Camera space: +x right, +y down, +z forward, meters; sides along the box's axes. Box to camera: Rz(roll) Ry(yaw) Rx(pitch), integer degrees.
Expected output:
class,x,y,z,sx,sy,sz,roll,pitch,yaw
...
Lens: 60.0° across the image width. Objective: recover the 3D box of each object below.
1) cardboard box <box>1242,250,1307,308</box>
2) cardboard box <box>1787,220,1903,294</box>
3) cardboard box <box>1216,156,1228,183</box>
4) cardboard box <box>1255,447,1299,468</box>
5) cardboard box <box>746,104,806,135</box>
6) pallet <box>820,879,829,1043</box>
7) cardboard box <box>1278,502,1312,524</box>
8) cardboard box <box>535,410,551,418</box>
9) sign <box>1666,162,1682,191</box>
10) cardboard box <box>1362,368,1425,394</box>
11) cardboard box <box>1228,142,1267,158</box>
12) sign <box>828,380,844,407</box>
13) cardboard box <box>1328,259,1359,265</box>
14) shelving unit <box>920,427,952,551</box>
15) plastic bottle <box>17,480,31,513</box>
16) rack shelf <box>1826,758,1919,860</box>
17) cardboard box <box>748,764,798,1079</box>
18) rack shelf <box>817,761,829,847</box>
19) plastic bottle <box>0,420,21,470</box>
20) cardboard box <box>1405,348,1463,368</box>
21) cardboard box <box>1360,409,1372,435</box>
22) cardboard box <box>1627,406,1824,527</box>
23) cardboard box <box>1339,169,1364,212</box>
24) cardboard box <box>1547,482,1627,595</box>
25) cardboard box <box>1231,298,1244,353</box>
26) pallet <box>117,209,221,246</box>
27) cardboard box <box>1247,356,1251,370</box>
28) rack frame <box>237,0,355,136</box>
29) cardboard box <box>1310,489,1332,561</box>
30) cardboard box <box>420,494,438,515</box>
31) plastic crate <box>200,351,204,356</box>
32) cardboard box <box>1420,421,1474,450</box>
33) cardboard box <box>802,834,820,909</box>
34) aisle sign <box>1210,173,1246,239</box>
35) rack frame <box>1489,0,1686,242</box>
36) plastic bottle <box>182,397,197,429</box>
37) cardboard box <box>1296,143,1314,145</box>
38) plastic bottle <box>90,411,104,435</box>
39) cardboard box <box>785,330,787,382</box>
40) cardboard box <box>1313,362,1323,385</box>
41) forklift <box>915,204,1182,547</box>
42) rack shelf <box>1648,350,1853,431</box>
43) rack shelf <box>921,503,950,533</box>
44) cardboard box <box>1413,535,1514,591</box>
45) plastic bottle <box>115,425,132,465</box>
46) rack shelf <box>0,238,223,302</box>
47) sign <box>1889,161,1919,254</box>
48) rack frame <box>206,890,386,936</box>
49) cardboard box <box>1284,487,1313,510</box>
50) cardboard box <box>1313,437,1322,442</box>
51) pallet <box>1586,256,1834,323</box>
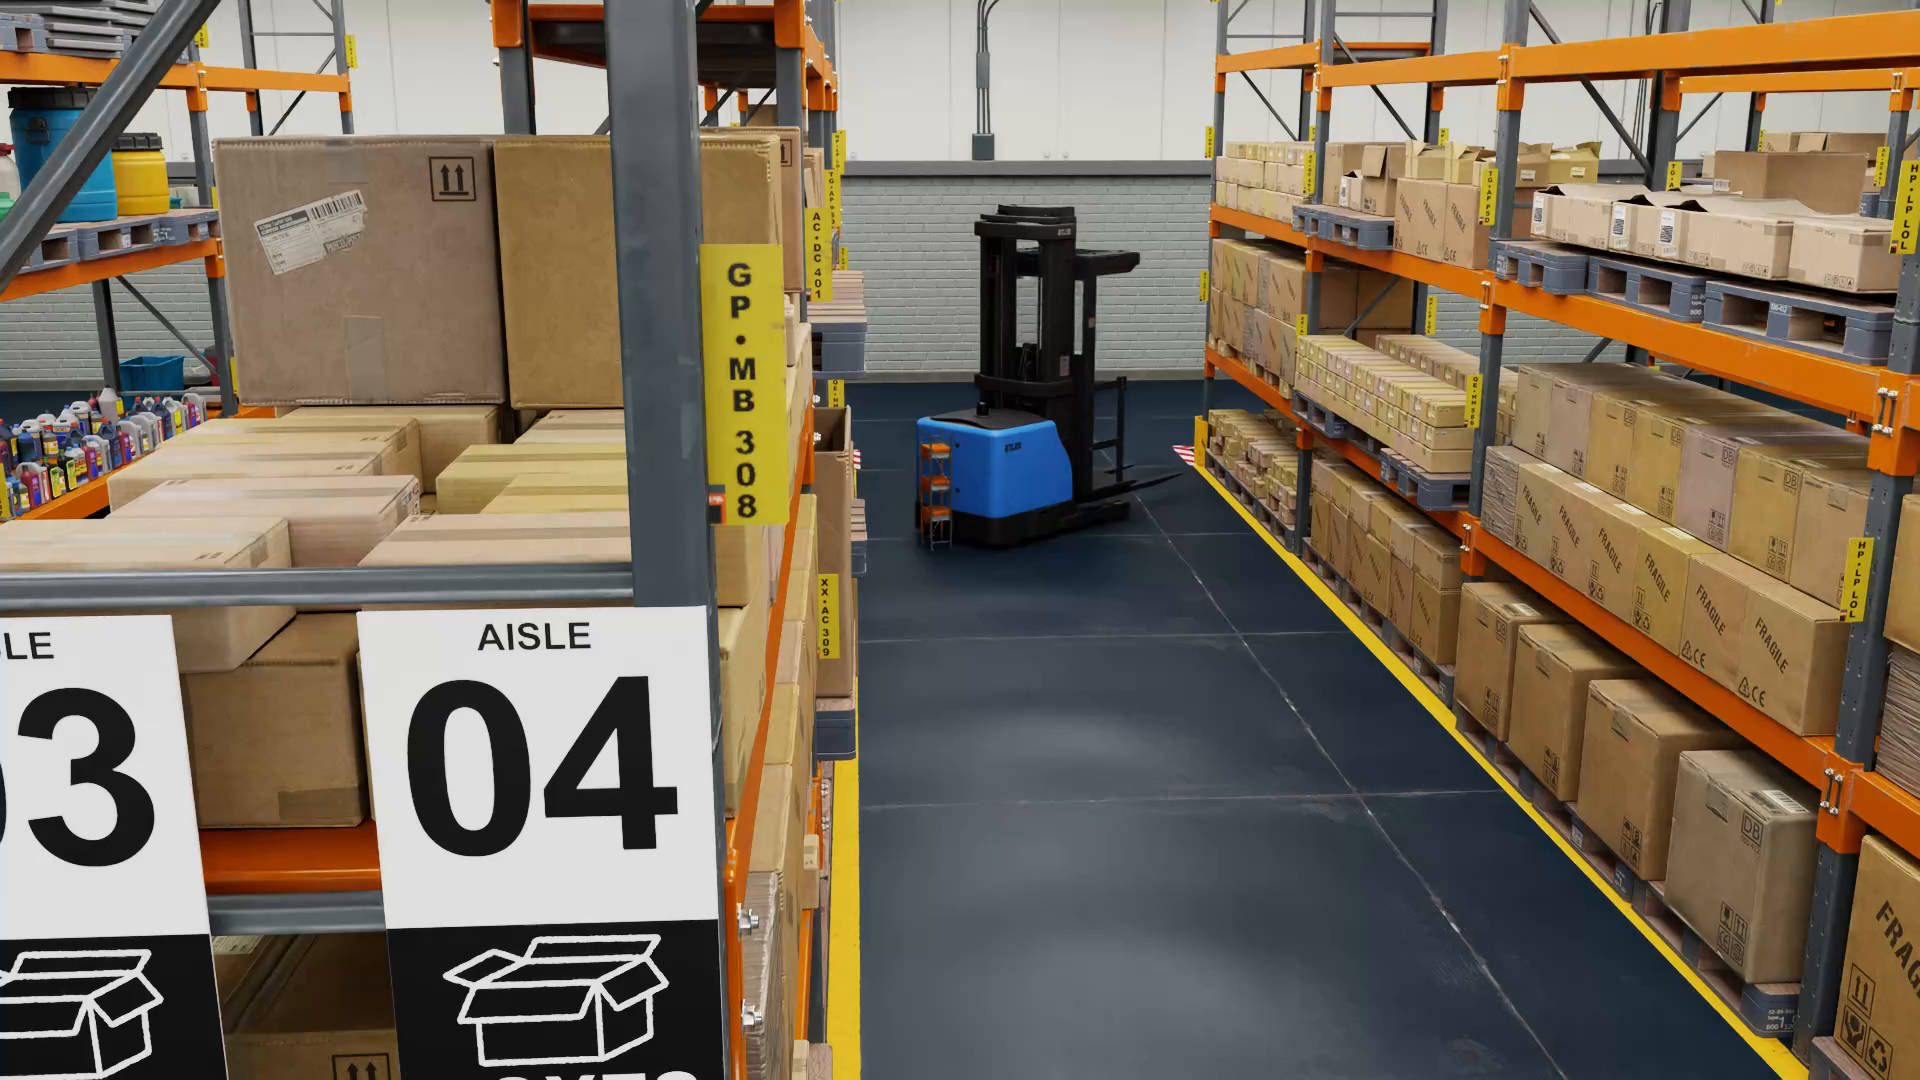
class,x,y,z,sx,sy,sz,roll,pitch,yaw
cardboard box,3.019,-2.501,15.924,0.500,0.500,0.500,-1,14,-5
cardboard box,3.713,-1.143,6.686,0.500,0.250,0.500,-1,14,-3
cardboard box,2.942,-3.829,17.164,0.500,0.250,0.500,-1,14,-3
cardboard box,3.014,-0.779,15.719,0.380,0.149,0.250,-2,15,-6
cardboard box,-1.588,-3.626,14.330,0.500,0.250,0.500,-2,15,-7
pallet,-1.090,1.871,7.332,1.003,0.211,1.213,-1,14,-3
cardboard box,3.057,-0.242,14.827,0.380,0.149,0.250,-1,14,-3
cardboard box,-1.159,-0.386,3.990,0.380,0.149,0.250,-1,14,-2
sign,4.223,-2.080,9.876,0.100,0.325,0.005,-1,14,-3
cardboard box,3.103,-1.139,11.900,0.380,0.149,0.250,0,14,-1
cardboard box,2.908,-3.921,16.723,0.380,0.149,0.250,-1,14,-4
sign,-0.747,-0.814,10.006,0.100,0.325,0.005,-1,14,-3
cardboard box,3.589,-2.249,14.942,0.500,0.500,0.500,-1,14,-5
shelving unit,-0.208,-0.449,14.664,0.215,1.050,0.252,-5,15,-20
plastic bottle,-5.921,-0.274,10.472,0.097,0.201,0.097,0,14,0
rack shelf,4.040,1.508,4.589,1.077,0.370,4.000,-1,14,-3
cardboard box,-0.578,0.766,3.223,0.500,0.500,0.500,-1,14,-3
rack shelf,-1.164,0.565,8.255,1.077,0.370,4.000,-1,14,-3
plastic bottle,-6.741,-0.678,11.742,0.144,0.351,0.185,-1,14,-3
cardboard box,3.689,-1.404,12.930,0.380,0.149,0.250,-1,14,-4
cardboard box,3.105,-0.849,11.967,0.380,0.149,0.250,0,14,-2
cardboard box,3.785,-0.373,8.248,0.700,0.500,0.500,-1,14,-4
cardboard box,3.266,-2.718,12.887,0.500,0.311,0.500,-1,14,-4
cardboard box,3.492,-0.013,8.857,0.500,0.500,0.500,-1,14,-3
cardboard box,3.002,-2.144,16.541,0.500,0.500,0.500,-1,14,-3
pallet,-6.333,-2.367,12.566,1.213,0.211,1.003,-1,14,-3
cardboard box,3.014,-1.728,16.225,0.380,0.149,0.250,0,14,-1
rack frame,-6.727,-5.099,16.787,1.000,3.000,0.127,-1,14,-3
cardboard box,3.202,-0.132,13.694,0.500,0.500,0.500,0,14,-1
cardboard box,-1.110,0.088,2.944,0.500,0.250,0.500,-1,14,-3
plastic crate,-6.940,-1.674,15.726,0.416,0.233,0.300,-1,14,-3
cardboard box,3.184,-0.674,10.691,0.380,0.149,0.250,-1,14,-2
cardboard box,-0.645,1.070,5.351,0.380,0.149,0.250,-1,14,-3
aisle sign,2.869,-3.595,17.760,0.394,0.787,0.004,-1,14,-3
rack frame,3.669,-3.238,9.551,1.000,3.000,0.127,-1,14,-3
plastic bottle,-6.072,-0.993,13.100,0.061,0.283,0.133,-1,14,-3
cardboard box,3.501,-3.804,16.271,0.380,0.149,0.250,-1,14,-5
plastic bottle,-6.685,-0.898,12.894,0.097,0.201,0.097,0,14,0
cardboard box,-0.645,-0.455,4.257,0.380,0.149,0.250,0,14,-1
cardboard box,3.021,-1.319,13.199,0.380,0.149,0.250,-1,14,-2
forklift,0.965,-1.660,15.597,1.130,2.935,3.031,13,19,41
rack shelf,8.231,-1.578,16.583,1.077,0.370,4.000,-1,14,-3
rack shelf,-0.208,-0.169,14.736,0.215,0.259,0.240,-5,15,-20
cardboard box,3.365,0.146,11.110,0.500,0.250,0.500,-1,14,-5
plastic bottle,-5.996,-0.686,11.905,0.061,0.283,0.133,-1,14,-3
rack shelf,-6.355,-1.806,11.451,1.077,0.370,4.000,-1,14,-3
sign,3.376,-1.182,5.913,0.100,0.325,0.005,-1,14,-3
rack frame,-0.789,1.709,2.366,0.949,2.616,0.053,-1,14,-3
cardboard box,3.084,-0.367,14.716,0.380,0.149,0.250,-1,14,-2
cardboard box,3.535,-0.916,16.251,0.380,0.149,0.250,-1,14,-3
pallet,3.834,-1.256,8.248,1.003,0.211,1.213,0,14,-1
